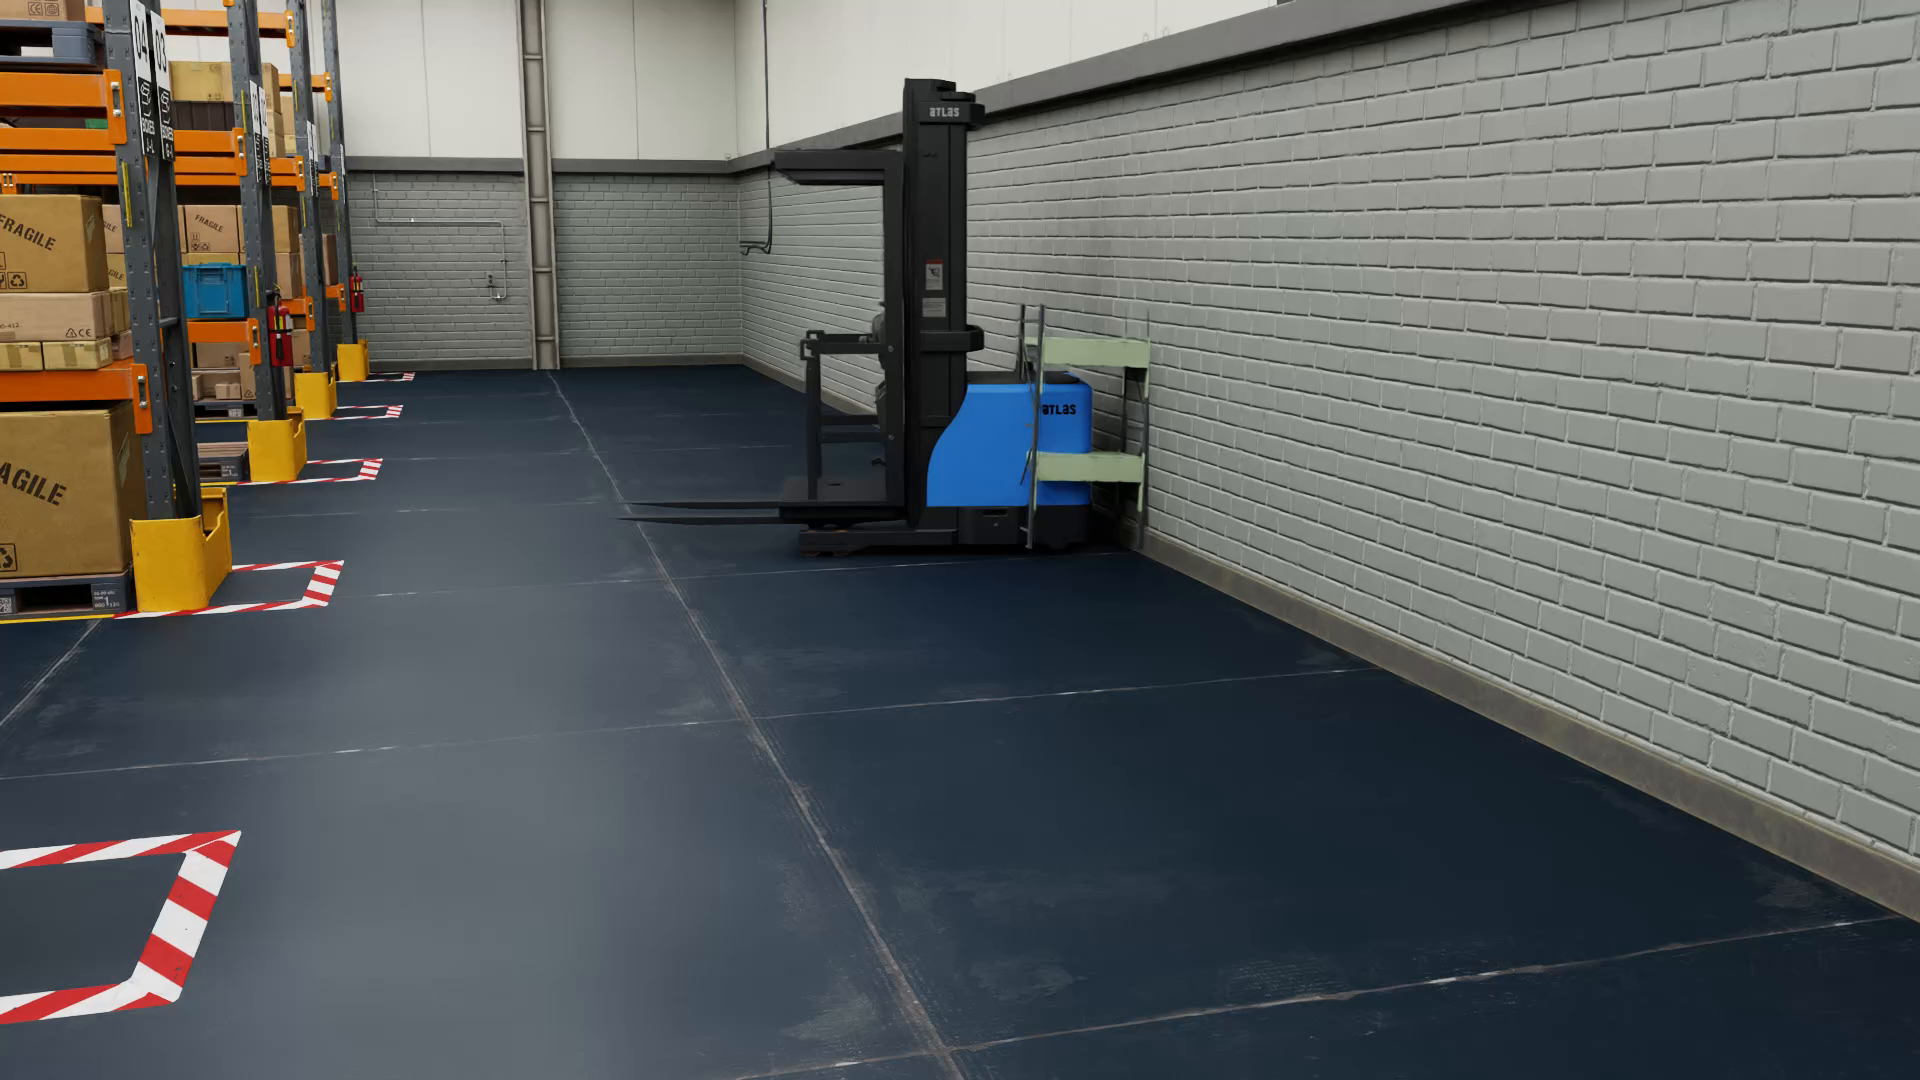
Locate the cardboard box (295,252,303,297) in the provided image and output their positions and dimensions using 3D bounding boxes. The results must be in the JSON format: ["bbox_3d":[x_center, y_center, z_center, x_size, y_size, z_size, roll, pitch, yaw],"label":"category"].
[{"bbox_3d":[-7.703,-2.986,18.703,0.500,0.500,0.500,-3,11,-15],"label":"cardboard box"}]

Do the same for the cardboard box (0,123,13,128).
[{"bbox_3d":[-10.028,-4.365,17.221,0.500,0.250,0.500,-3,11,-16],"label":"cardboard box"}]

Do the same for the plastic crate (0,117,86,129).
[{"bbox_3d":[-7.366,-3.467,13.480,0.767,0.338,0.504,-3,11,-16],"label":"plastic crate"}]

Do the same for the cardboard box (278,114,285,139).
[{"bbox_3d":[-7.769,-4.580,18.386,0.500,0.250,0.500,-3,11,-16],"label":"cardboard box"}]

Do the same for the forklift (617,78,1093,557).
[{"bbox_3d":[-0.687,-1.435,10.746,3.031,2.935,1.130,-1,10,-3],"label":"forklift"}]

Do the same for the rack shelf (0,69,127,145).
[{"bbox_3d":[-6.358,-2.211,8.474,4.000,0.370,1.077,-3,11,-16],"label":"rack shelf"}]

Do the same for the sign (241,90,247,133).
[{"bbox_3d":[-5.653,-3.381,13.130,0.005,0.325,0.100,-3,11,-16],"label":"sign"}]

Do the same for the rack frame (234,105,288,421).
[{"bbox_3d":[-5.822,-2.052,13.907,0.127,3.000,1.000,-3,11,-16],"label":"rack frame"}]

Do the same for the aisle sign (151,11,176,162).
[{"bbox_3d":[-4.452,-2.525,9.297,0.004,0.787,0.394,-3,11,-16],"label":"aisle sign"}]

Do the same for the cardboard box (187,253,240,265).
[{"bbox_3d":[-8.054,-2.865,18.050,0.500,0.500,0.500,-3,11,-15],"label":"cardboard box"}]

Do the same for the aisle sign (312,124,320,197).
[{"bbox_3d":[-7.220,-4.246,18.646,0.004,0.787,0.394,-3,11,-16],"label":"aisle sign"}]

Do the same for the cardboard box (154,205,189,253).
[{"bbox_3d":[-8.535,-3.331,17.817,0.500,0.500,0.500,-3,11,-14],"label":"cardboard box"}]

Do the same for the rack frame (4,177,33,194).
[{"bbox_3d":[-12.432,-3.572,22.162,0.127,3.000,1.000,-3,11,-16],"label":"rack frame"}]

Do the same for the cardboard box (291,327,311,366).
[{"bbox_3d":[-9.235,-2.698,23.163,0.500,0.500,0.700,-3,11,-16],"label":"cardboard box"}]

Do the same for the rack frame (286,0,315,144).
[{"bbox_3d":[-7.203,-5.863,18.042,0.127,3.000,1.000,-3,11,-16],"label":"rack frame"}]

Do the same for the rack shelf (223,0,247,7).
[{"bbox_3d":[-7.742,-4.350,12.915,4.000,0.370,1.077,-3,11,-16],"label":"rack shelf"}]

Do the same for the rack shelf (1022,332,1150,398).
[{"bbox_3d":[0.782,-1.100,10.447,0.720,0.370,0.431,0,8,-17],"label":"rack shelf"}]

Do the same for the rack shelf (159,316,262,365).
[{"bbox_3d":[-7.742,-1.597,13.422,4.000,0.370,1.077,-3,11,-16],"label":"rack shelf"}]

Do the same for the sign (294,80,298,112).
[{"bbox_3d":[-7.067,-4.726,17.704,0.005,0.325,0.100,-3,11,-16],"label":"sign"}]

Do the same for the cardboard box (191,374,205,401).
[{"bbox_3d":[-8.577,-1.664,18.179,0.500,0.250,0.500,-3,11,-16],"label":"cardboard box"}]

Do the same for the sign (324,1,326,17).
[{"bbox_3d":[-8.453,-7.128,22.111,0.005,0.325,0.100,-3,11,-16],"label":"sign"}]

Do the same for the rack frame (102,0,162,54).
[{"bbox_3d":[-4.438,-4.141,8.687,0.127,3.000,1.000,-3,11,-16],"label":"rack frame"}]

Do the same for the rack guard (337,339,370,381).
[{"bbox_3d":[-8.568,-2.546,23.495,0.348,0.500,1.175,-3,11,-16],"label":"rack guard"}]

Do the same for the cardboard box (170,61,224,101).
[{"bbox_3d":[-8.195,-4.890,18.000,0.500,0.500,0.700,-3,11,-16],"label":"cardboard box"}]

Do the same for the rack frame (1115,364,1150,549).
[{"bbox_3d":[1.115,-0.711,10.603,0.023,1.500,0.400,0,8,-17],"label":"rack frame"}]

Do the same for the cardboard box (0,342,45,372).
[{"bbox_3d":[-4.937,-0.979,8.771,0.250,0.149,0.380,-3,11,-15],"label":"cardboard box"}]

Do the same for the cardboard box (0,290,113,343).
[{"bbox_3d":[-4.829,-1.193,8.833,0.500,0.250,0.500,-3,11,-17],"label":"cardboard box"}]

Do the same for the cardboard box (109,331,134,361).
[{"bbox_3d":[-4.871,-1.107,9.467,0.250,0.149,0.380,-3,11,-15],"label":"cardboard box"}]

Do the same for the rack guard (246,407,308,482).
[{"bbox_3d":[-5.803,-0.826,14.152,0.348,0.500,1.175,-3,11,-16],"label":"rack guard"}]

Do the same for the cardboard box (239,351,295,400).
[{"bbox_3d":[-7.656,-1.830,18.390,0.500,0.500,0.500,-3,11,-16],"label":"cardboard box"}]

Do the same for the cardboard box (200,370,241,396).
[{"bbox_3d":[-8.284,-1.774,18.775,0.500,0.250,0.500,-3,11,-16],"label":"cardboard box"}]

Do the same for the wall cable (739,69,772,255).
[{"bbox_3d":[-3.061,-5.421,24.217,0.112,2.526,3.097,-3,11,-16],"label":"wall cable"}]

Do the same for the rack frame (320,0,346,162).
[{"bbox_3d":[-8.591,-6.724,22.719,0.127,3.000,1.000,-3,11,-16],"label":"rack frame"}]

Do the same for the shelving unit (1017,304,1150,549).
[{"bbox_3d":[0.764,-0.714,10.497,0.755,1.500,0.431,0,8,-17],"label":"shelving unit"}]

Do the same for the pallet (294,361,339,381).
[{"bbox_3d":[-9.337,-2.348,23.221,1.213,0.211,1.003,-3,11,-16],"label":"pallet"}]

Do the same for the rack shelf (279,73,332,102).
[{"bbox_3d":[-10.511,-6.073,22.270,4.000,0.370,1.077,-3,11,-16],"label":"rack shelf"}]

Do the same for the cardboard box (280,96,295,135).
[{"bbox_3d":[-9.218,-5.715,22.430,0.500,0.500,0.500,-3,11,-16],"label":"cardboard box"}]

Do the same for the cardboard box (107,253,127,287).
[{"bbox_3d":[-9.019,-2.816,17.780,0.500,0.500,0.500,-3,11,-17],"label":"cardboard box"}]

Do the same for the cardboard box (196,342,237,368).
[{"bbox_3d":[-10.198,-2.647,22.887,0.500,0.500,0.700,-3,11,-18],"label":"cardboard box"}]

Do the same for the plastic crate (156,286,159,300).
[{"bbox_3d":[-6.783,-2.010,13.979,0.300,0.233,0.416,-3,11,-16],"label":"plastic crate"}]

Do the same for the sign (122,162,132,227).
[{"bbox_3d":[-4.299,-1.782,8.587,0.005,0.325,0.100,-3,11,-16],"label":"sign"}]

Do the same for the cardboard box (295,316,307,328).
[{"bbox_3d":[-9.171,-3.058,23.328,0.250,0.149,0.380,-3,11,-16],"label":"cardboard box"}]

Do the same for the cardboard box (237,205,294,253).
[{"bbox_3d":[-7.553,-3.384,18.104,0.500,0.500,0.500,-3,11,-16],"label":"cardboard box"}]

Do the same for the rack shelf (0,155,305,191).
[{"bbox_3d":[-9.123,-3.933,17.829,4.000,0.370,1.077,-3,11,-16],"label":"rack shelf"}]

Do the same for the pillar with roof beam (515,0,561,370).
[{"bbox_3d":[-5.037,-6.263,20.212,0.400,9.000,9.100,-3,11,-16],"label":"pillar with roof beam"}]

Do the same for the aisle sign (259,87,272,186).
[{"bbox_3d":[-5.836,-3.386,13.972,0.004,0.787,0.394,-3,11,-16],"label":"aisle sign"}]

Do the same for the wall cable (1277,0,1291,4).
[{"bbox_3d":[1.955,-5.410,6.695,0.120,5.999,2.277,-3,11,-16],"label":"wall cable"}]

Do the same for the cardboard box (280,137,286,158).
[{"bbox_3d":[-7.767,-4.333,18.426,0.500,0.250,0.500,-3,11,-16],"label":"cardboard box"}]

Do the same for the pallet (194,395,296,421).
[{"bbox_3d":[-8.041,-1.497,18.597,1.213,0.211,1.003,-3,11,-16],"label":"pallet"}]

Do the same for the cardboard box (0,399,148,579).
[{"bbox_3d":[-5.030,-0.306,9.133,0.875,0.875,0.875,-3,11,-16],"label":"cardboard box"}]

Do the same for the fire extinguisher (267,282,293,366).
[{"bbox_3d":[-5.550,-1.759,13.560,0.183,0.674,0.296,-3,11,-16],"label":"fire extinguisher"}]

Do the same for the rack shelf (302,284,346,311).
[{"bbox_3d":[-10.511,-3.319,22.777,4.000,0.370,1.077,-3,11,-16],"label":"rack shelf"}]

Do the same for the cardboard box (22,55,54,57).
[{"bbox_3d":[-9.589,-4.785,17.431,0.500,0.500,0.700,-3,11,-16],"label":"cardboard box"}]

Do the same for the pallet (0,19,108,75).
[{"bbox_3d":[-5.147,-2.583,8.752,1.213,0.211,1.003,-3,11,-16],"label":"pallet"}]

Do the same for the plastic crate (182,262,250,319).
[{"bbox_3d":[-6.091,-2.049,13.630,0.499,0.435,0.616,-3,11,-16],"label":"plastic crate"}]
